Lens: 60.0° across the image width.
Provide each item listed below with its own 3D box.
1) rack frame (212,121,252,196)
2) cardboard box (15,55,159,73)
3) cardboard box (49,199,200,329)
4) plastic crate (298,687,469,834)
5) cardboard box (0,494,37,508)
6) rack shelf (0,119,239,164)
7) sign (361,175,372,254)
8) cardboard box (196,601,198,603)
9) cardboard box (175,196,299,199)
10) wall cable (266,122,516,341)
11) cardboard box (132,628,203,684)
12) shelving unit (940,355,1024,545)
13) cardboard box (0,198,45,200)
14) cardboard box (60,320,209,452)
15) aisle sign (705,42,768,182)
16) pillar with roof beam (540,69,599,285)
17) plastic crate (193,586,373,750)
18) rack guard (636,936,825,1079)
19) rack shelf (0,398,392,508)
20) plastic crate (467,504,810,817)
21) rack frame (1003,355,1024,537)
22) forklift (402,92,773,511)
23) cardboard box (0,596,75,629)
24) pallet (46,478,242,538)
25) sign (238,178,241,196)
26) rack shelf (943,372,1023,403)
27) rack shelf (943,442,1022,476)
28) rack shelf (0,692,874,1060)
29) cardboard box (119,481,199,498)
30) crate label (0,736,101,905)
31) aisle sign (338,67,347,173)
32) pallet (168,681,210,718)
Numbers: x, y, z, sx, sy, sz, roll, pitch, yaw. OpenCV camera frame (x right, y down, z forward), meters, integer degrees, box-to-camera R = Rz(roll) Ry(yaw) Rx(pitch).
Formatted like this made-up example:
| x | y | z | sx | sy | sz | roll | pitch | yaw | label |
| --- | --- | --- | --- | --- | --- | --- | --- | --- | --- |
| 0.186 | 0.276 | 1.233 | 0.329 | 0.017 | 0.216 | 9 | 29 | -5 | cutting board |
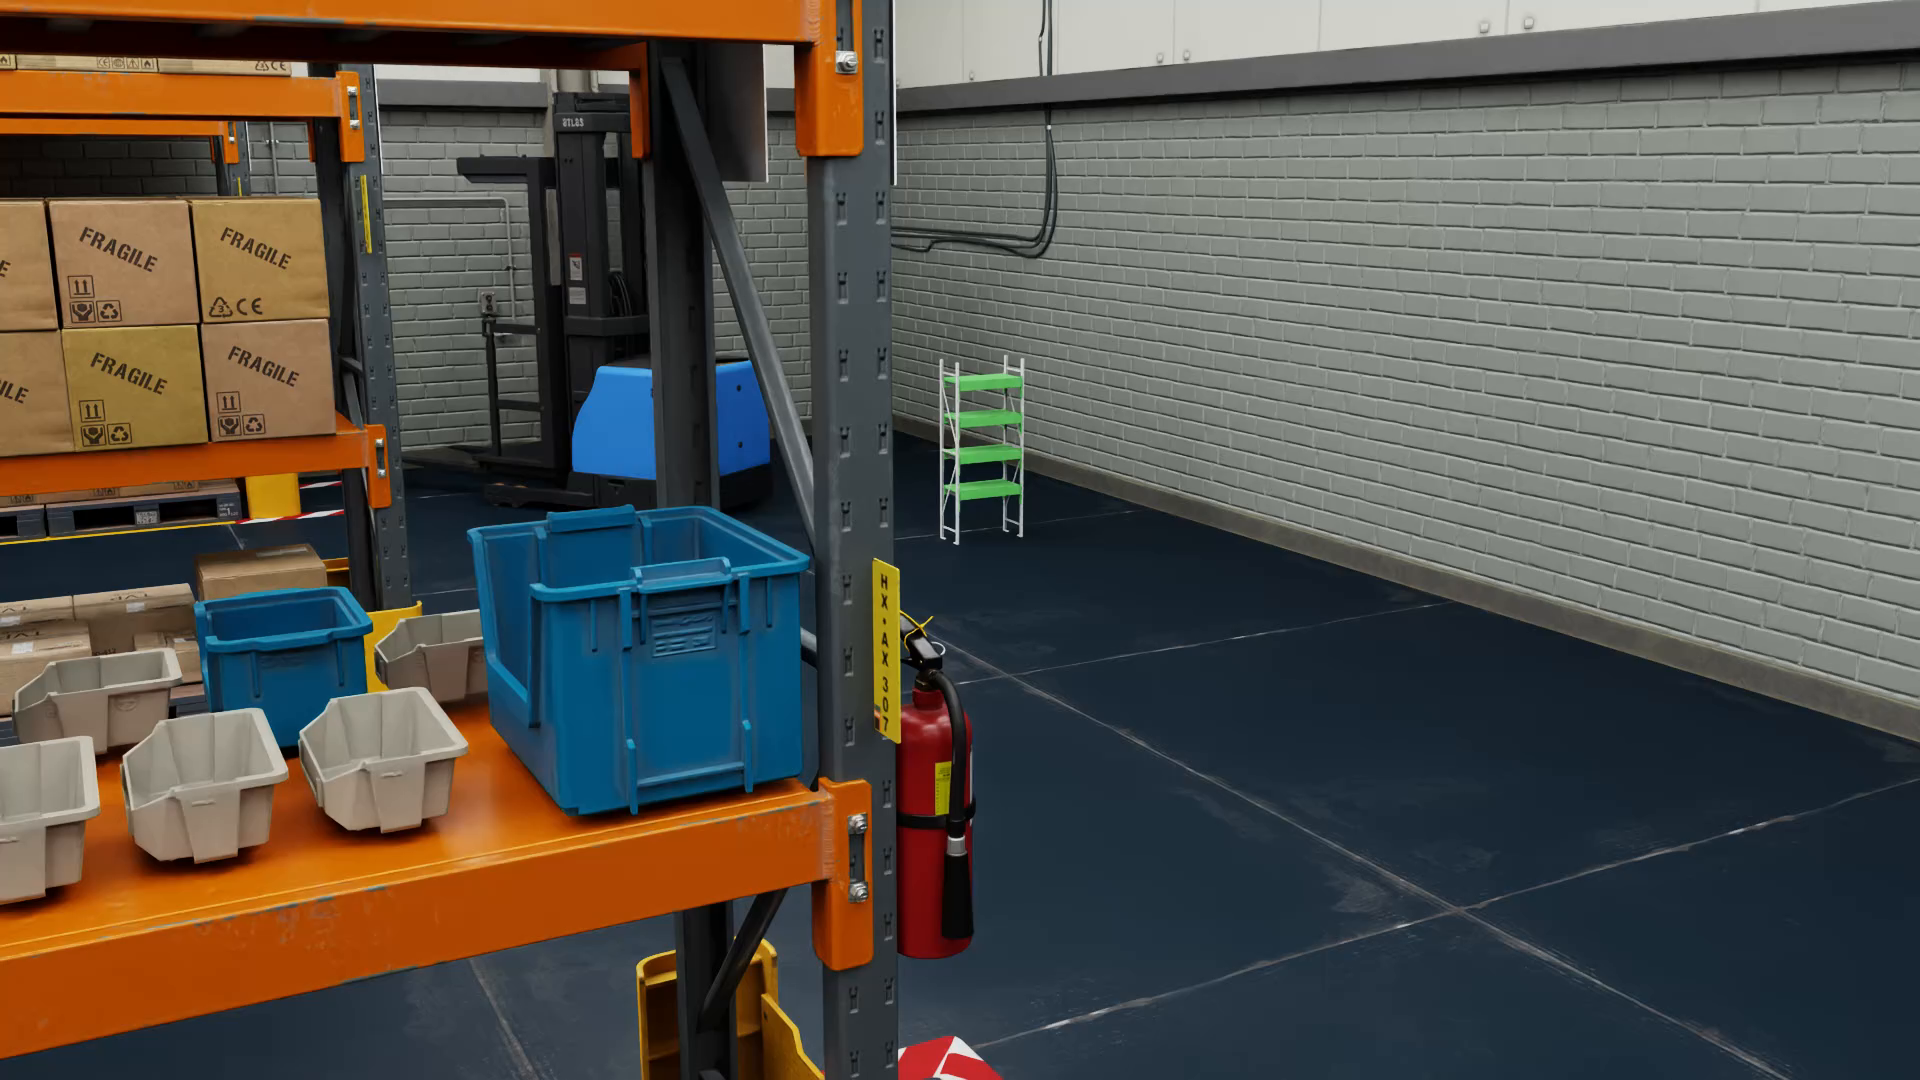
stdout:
| x | y | z | sx | sy | sz | roll | pitch | yaw | label |
| --- | --- | --- | --- | --- | --- | --- | --- | --- | --- |
| -5.158 | -1.733 | 11.977 | 0.127 | 3.000 | 1.000 | -7 | 14 | -28 | rack frame |
| -3.549 | -2.014 | 6.734 | 0.500 | 0.250 | 0.500 | -7 | 14 | -28 | cardboard box |
| -3.483 | -1.162 | 6.936 | 0.500 | 0.500 | 0.500 | -6 | 14 | -26 | cardboard box |
| -1.040 | 0.396 | 2.980 | 0.243 | 0.136 | 0.396 | -7 | 14 | -28 | plastic crate |
| -6.604 | -0.520 | 11.323 | 0.500 | 0.500 | 0.700 | -7 | 15 | -30 | cardboard box |
| -6.913 | -2.635 | 10.792 | 4.000 | 0.370 | 1.077 | -7 | 14 | -28 | rack shelf |
| -2.532 | -1.389 | 7.091 | 0.005 | 0.325 | 0.100 | -7 | 14 | -28 | sign |
| -3.532 | 0.393 | 7.982 | 0.250 | 0.166 | 0.380 | -7 | 14 | -28 | cardboard box |
| -3.297 | -1.319 | 7.635 | 0.500 | 0.500 | 0.500 | -6 | 14 | -26 | cardboard box |
| -4.487 | -2.546 | 13.274 | 1.851 | 1.984 | 0.084 | -7 | 14 | -28 | wall cable |
| -3.539 | 0.519 | 7.423 | 0.250 | 0.166 | 0.380 | -7 | 14 | -28 | cardboard box |
| 0.145 | -0.603 | 11.055 | 0.503 | 1.200 | 0.258 | -7 | 14 | -28 | shelving unit |
| -4.193 | -1.211 | 7.154 | 0.500 | 0.500 | 0.500 | -7 | 14 | -27 | cardboard box |
| -3.497 | -0.673 | 7.038 | 0.500 | 0.500 | 0.500 | -7 | 14 | -27 | cardboard box |
| -0.490 | -1.157 | 3.496 | 0.004 | 0.787 | 0.394 | -7 | 14 | -28 | aisle sign |
| -1.139 | -4.281 | 9.635 | 0.400 | 9.000 | 9.100 | -7 | 14 | -28 | pillar with roof beam |
| -1.363 | 0.261 | 3.364 | 0.300 | 0.233 | 0.416 | -7 | 14 | -28 | plastic crate |
| -0.396 | 1.391 | 3.791 | 0.348 | 0.500 | 1.175 | -7 | 14 | -28 | rack guard |
| -4.536 | -0.217 | 6.881 | 4.000 | 0.370 | 1.077 | -7 | 14 | -28 | rack shelf |
| -0.615 | 0.201 | 3.167 | 0.499 | 0.435 | 0.616 | -7 | 14 | -28 | plastic crate |
| 0.359 | -0.628 | 11.169 | 0.015 | 1.200 | 0.240 | -7 | 14 | -28 | rack frame |
| -2.930 | -1.761 | 12.258 | 3.031 | 2.935 | 1.130 | 6 | 14 | 27 | forklift |
| -4.272 | 0.456 | 7.512 | 0.500 | 0.250 | 0.500 | -7 | 14 | -28 | cardboard box |
| -5.822 | -0.273 | 11.843 | 1.213 | 0.211 | 1.003 | -7 | 14 | -28 | pallet |
| -4.910 | -2.307 | 11.353 | 0.005 | 0.325 | 0.100 | -7 | 14 | -28 | sign |
| 0.145 | -1.009 | 10.963 | 0.480 | 0.148 | 0.258 | -7 | 14 | -28 | rack shelf |
| 0.145 | -0.540 | 11.069 | 0.480 | 0.148 | 0.258 | -7 | 14 | -28 | rack shelf |
| -2.166 | 0.738 | 2.638 | 4.000 | 0.370 | 1.077 | -7 | 14 | -28 | rack shelf |
| -5.724 | -0.625 | 11.793 | 0.500 | 0.500 | 0.700 | -7 | 14 | -28 | cardboard box |
| -1.534 | 0.458 | 2.706 | 0.243 | 0.136 | 0.396 | -7 | 14 | -28 | crate label |
| -2.862 | -2.111 | 7.735 | 0.004 | 0.787 | 0.394 | -7 | 14 | -28 | aisle sign |
| -3.547 | 0.674 | 7.634 | 1.213 | 0.211 | 1.003 | -7 | 14 | -28 | pallet |
